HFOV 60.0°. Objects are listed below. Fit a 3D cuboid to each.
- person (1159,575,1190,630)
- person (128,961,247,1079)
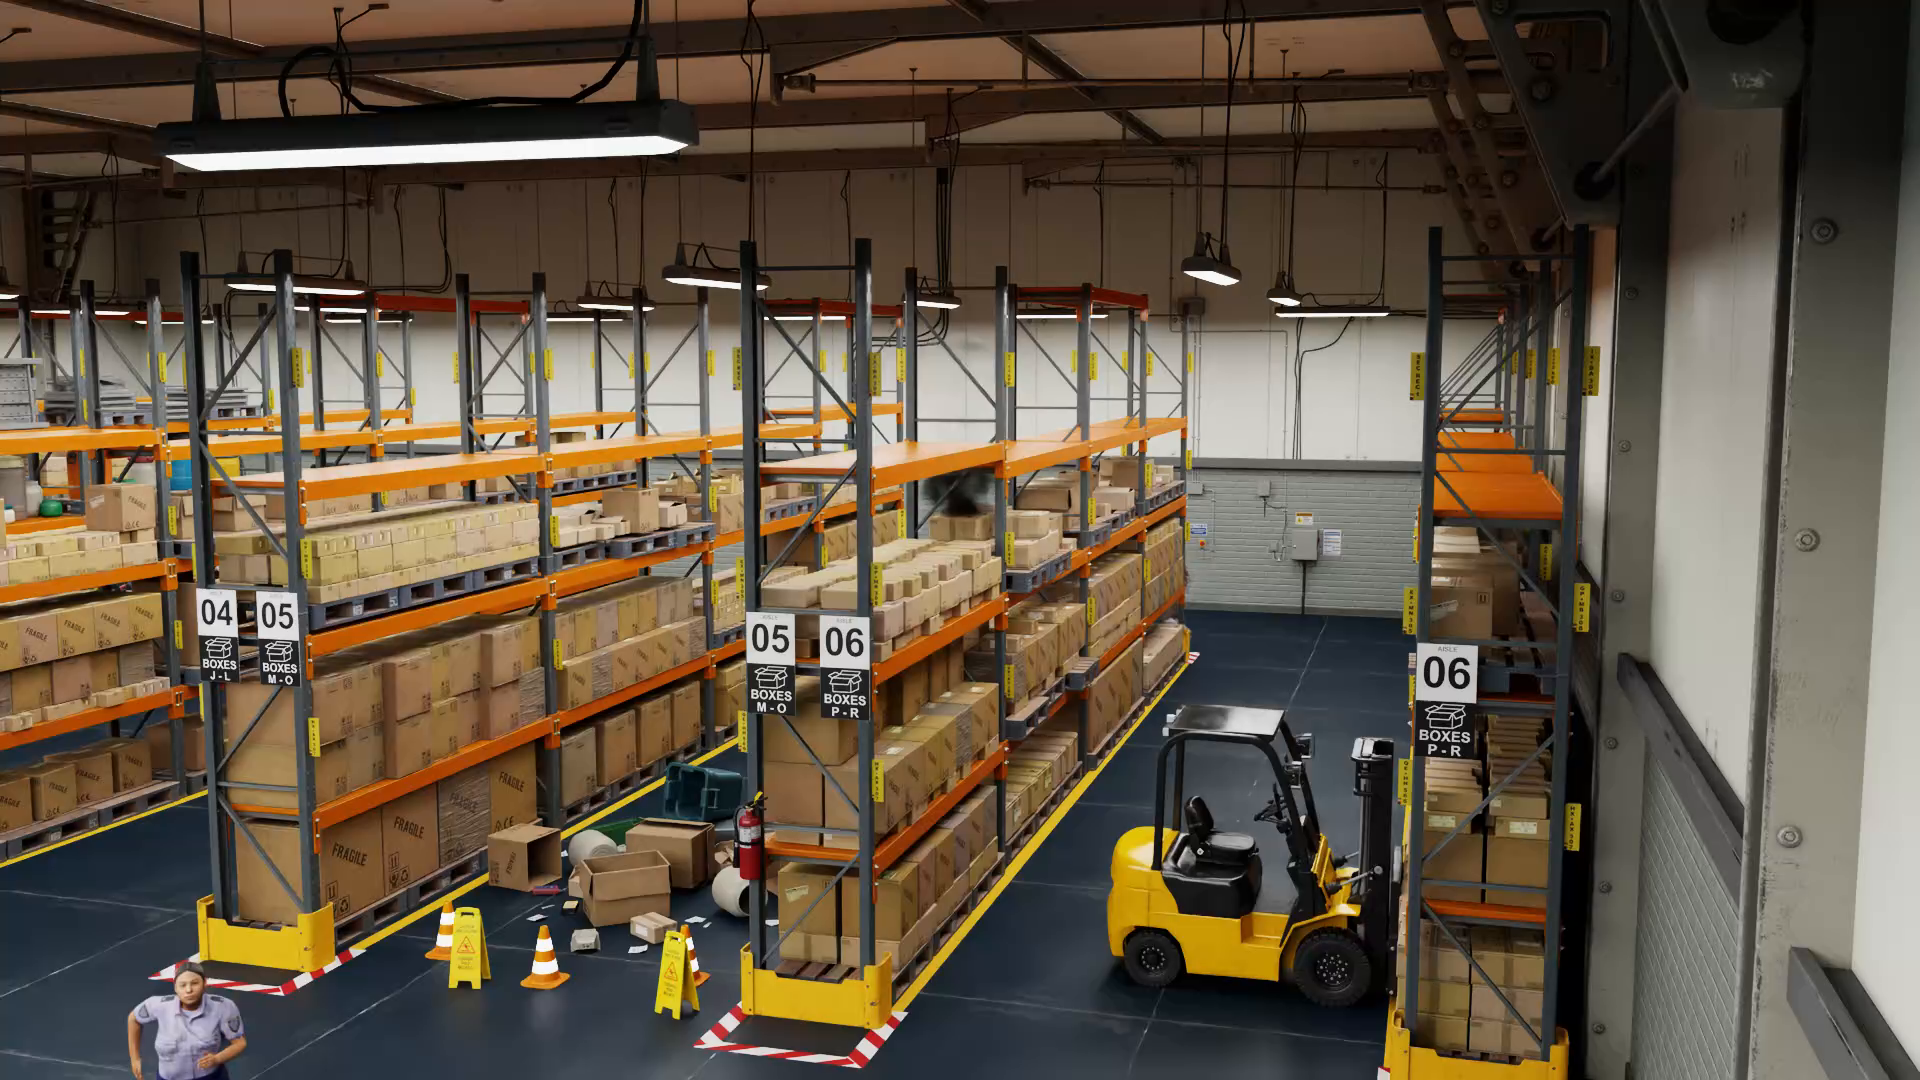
[{"bbox_3d":[3.720,1.052,29.396,0.770,1.679,0.697,6,8,41],"label":"person"},{"bbox_3d":[-4.546,3.274,9.824,0.630,1.623,0.796,-3,7,-25],"label":"person"}]
